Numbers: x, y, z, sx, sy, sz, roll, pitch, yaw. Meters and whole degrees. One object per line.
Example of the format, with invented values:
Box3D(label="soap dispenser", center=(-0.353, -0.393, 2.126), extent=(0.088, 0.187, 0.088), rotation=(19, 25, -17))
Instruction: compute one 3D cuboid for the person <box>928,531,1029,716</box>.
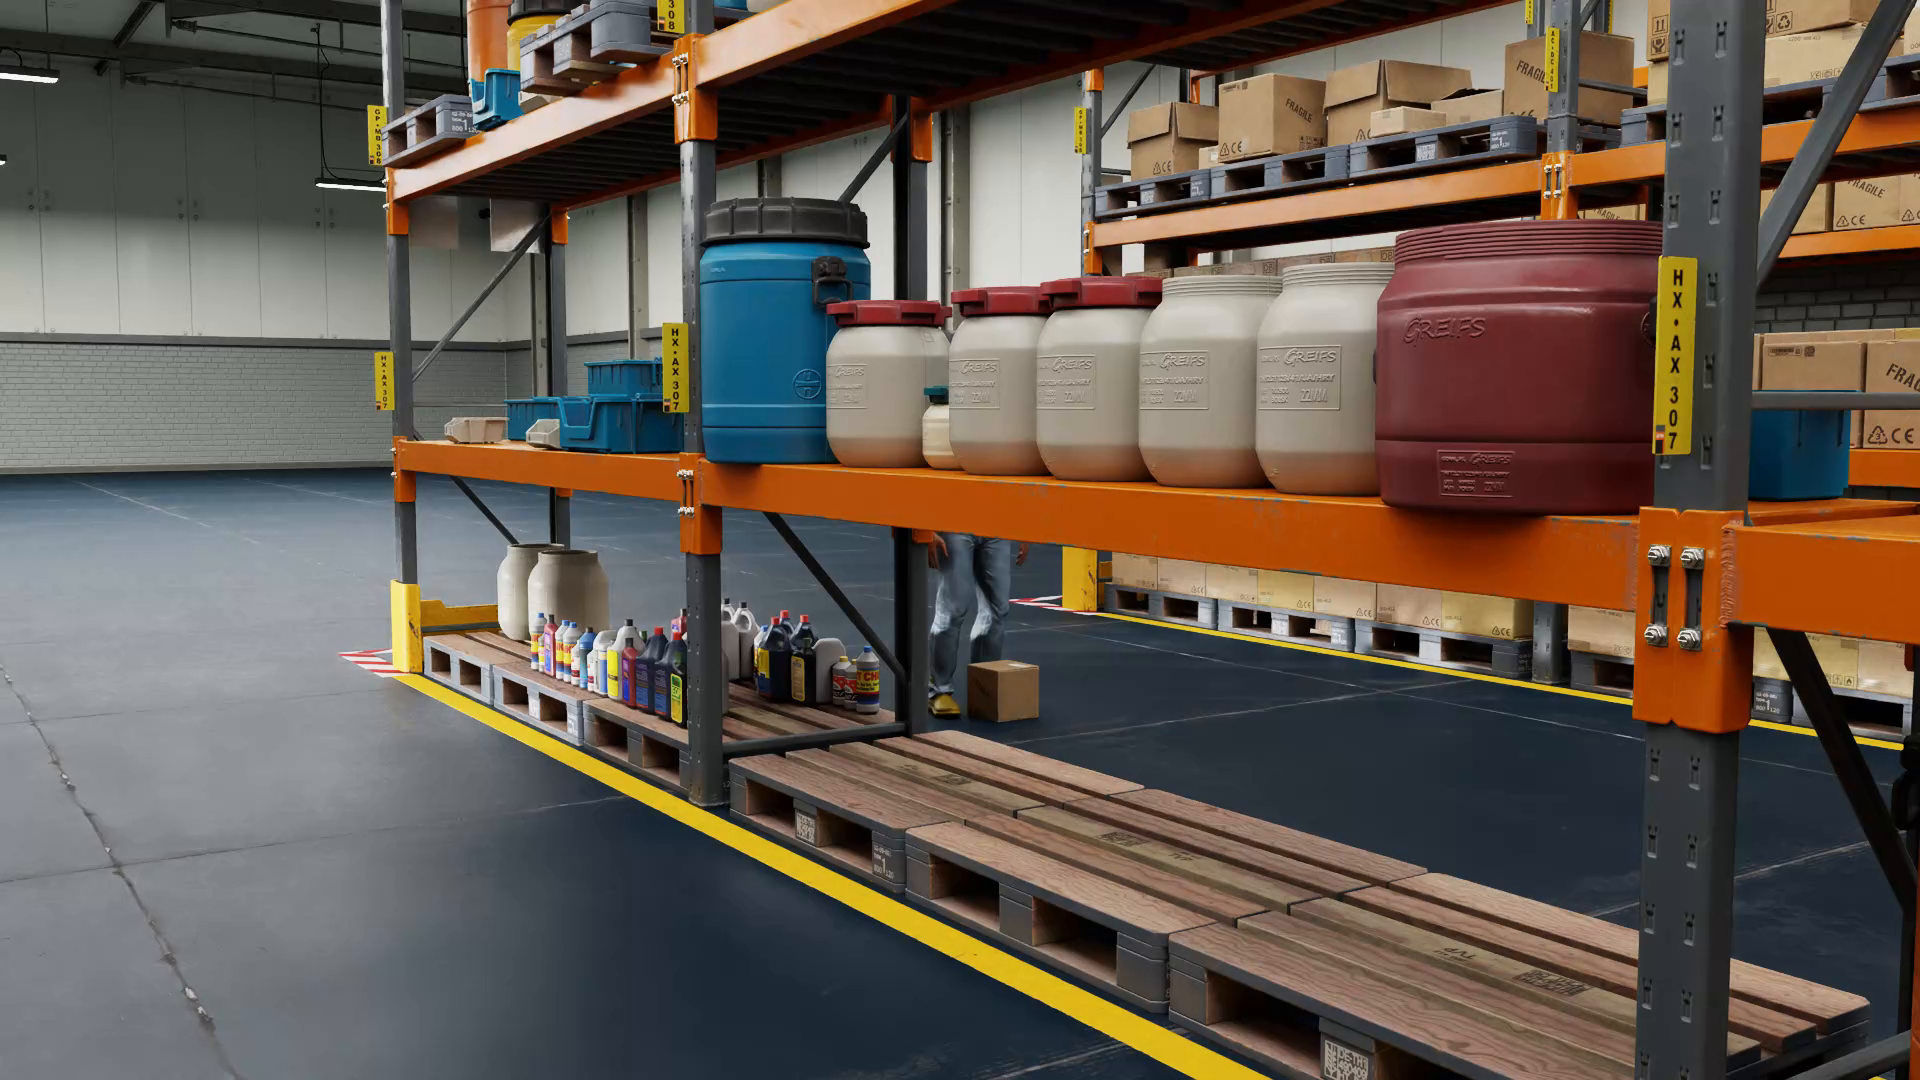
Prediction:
Box3D(label="person", center=(0.075, -0.036, 8.162), extent=(0.631, 1.760, 0.463), rotation=(-3, 6, -34))
